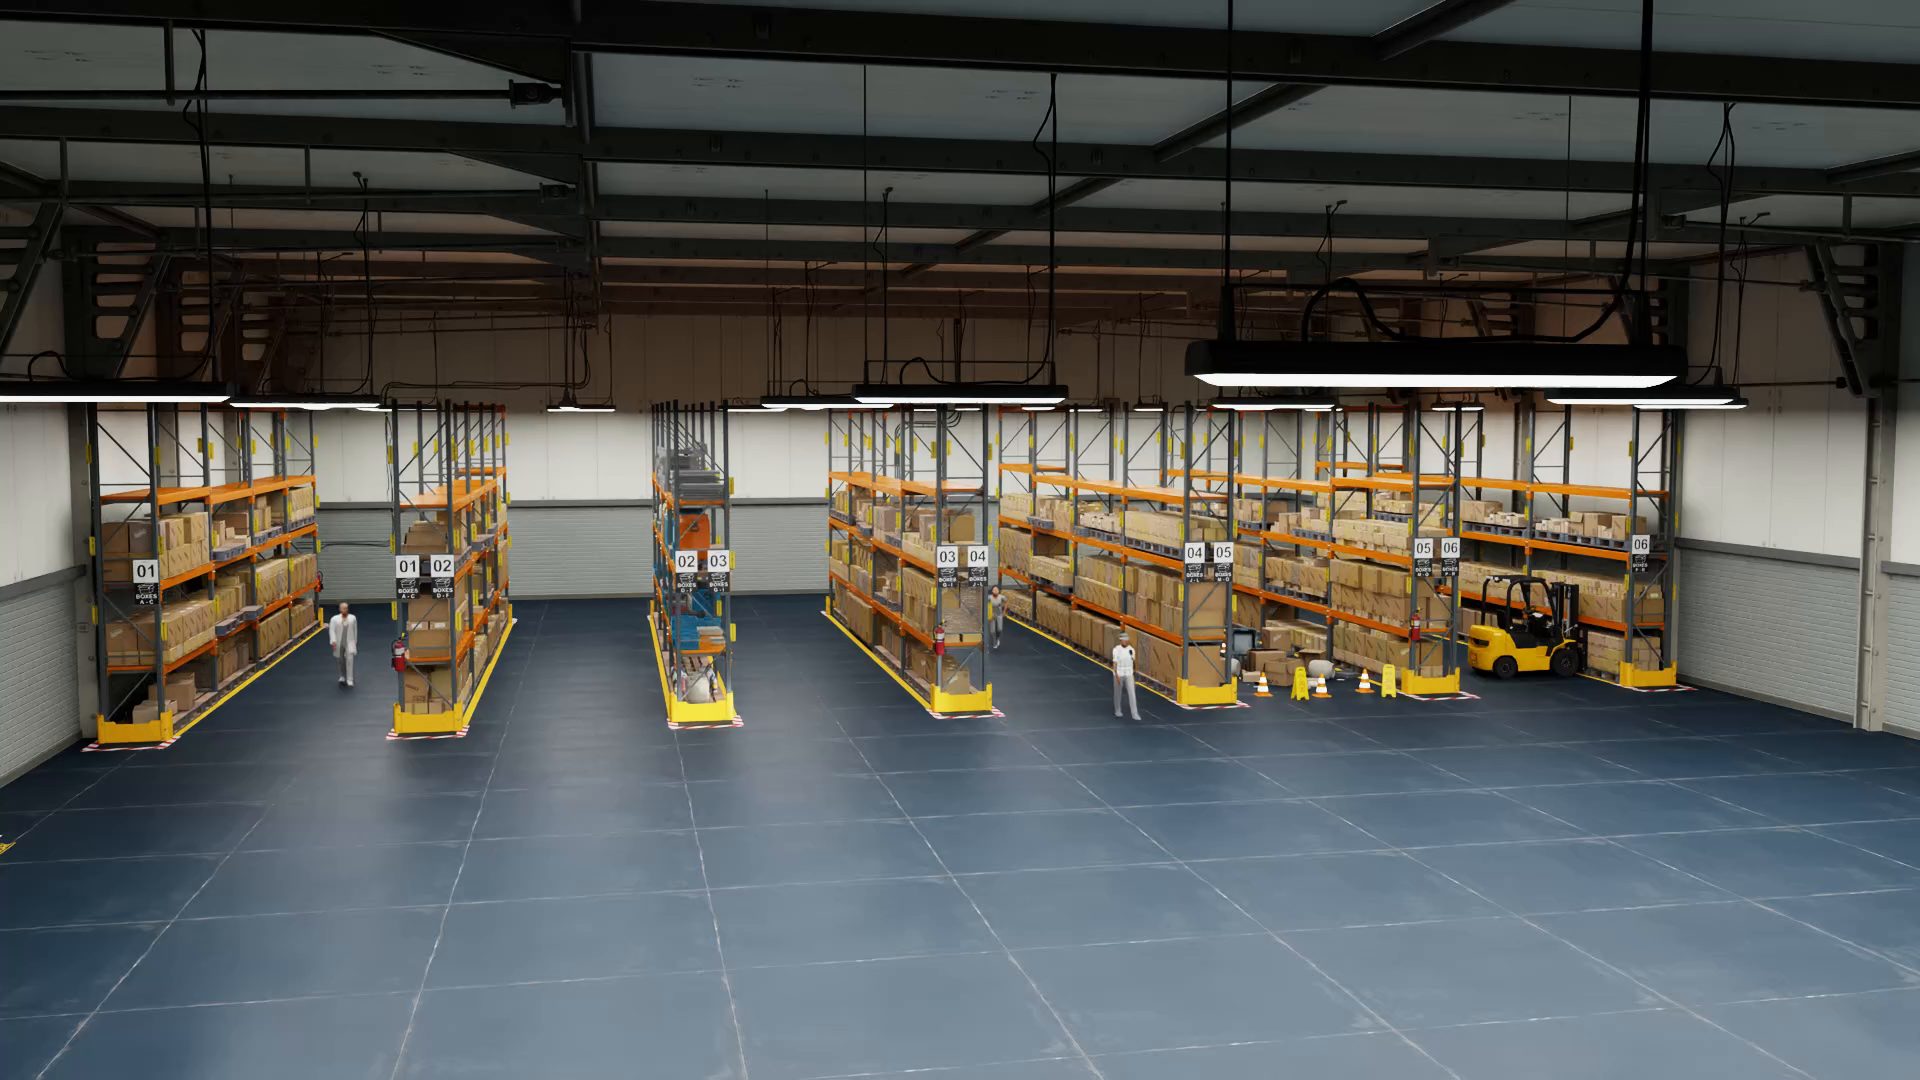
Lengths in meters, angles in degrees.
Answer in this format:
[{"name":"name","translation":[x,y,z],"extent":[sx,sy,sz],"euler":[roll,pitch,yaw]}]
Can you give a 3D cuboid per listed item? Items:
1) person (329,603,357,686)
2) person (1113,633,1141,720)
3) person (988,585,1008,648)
[{"name":"person","translation":[-12.998,2.287,35.045],"extent":[0.544,1.514,1.108],"euler":[-1,4,-17]},{"name":"person","translation":[3.090,2.543,31.107],"extent":[0.464,1.625,0.992],"euler":[0,4,-4]},{"name":"person","translation":[0.889,1.874,40.639],"extent":[0.595,1.583,0.690],"euler":[0,4,-1]}]
